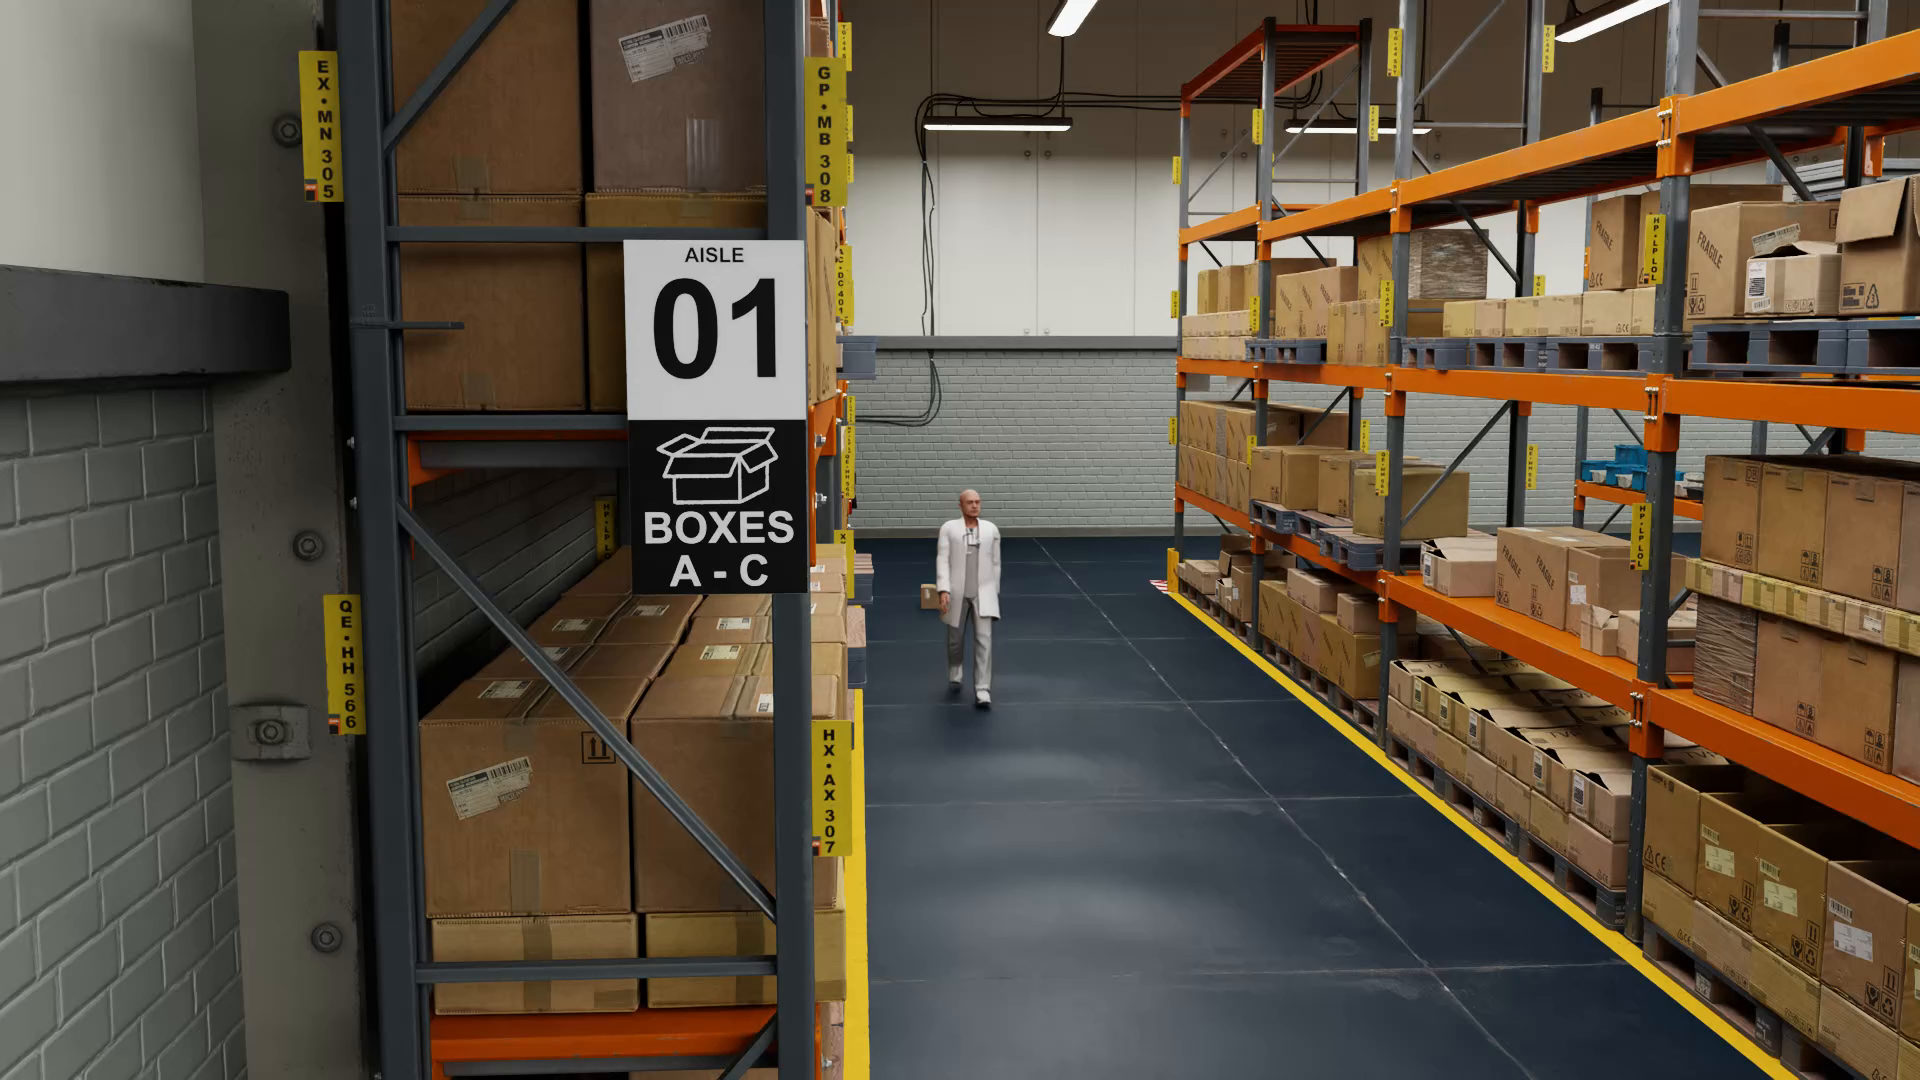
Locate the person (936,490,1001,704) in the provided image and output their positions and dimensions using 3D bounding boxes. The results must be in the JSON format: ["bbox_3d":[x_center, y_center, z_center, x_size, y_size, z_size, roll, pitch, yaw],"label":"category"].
[{"bbox_3d":[0.074,0.450,13.952,0.555,1.741,0.985,0,7,-3],"label":"person"}]
